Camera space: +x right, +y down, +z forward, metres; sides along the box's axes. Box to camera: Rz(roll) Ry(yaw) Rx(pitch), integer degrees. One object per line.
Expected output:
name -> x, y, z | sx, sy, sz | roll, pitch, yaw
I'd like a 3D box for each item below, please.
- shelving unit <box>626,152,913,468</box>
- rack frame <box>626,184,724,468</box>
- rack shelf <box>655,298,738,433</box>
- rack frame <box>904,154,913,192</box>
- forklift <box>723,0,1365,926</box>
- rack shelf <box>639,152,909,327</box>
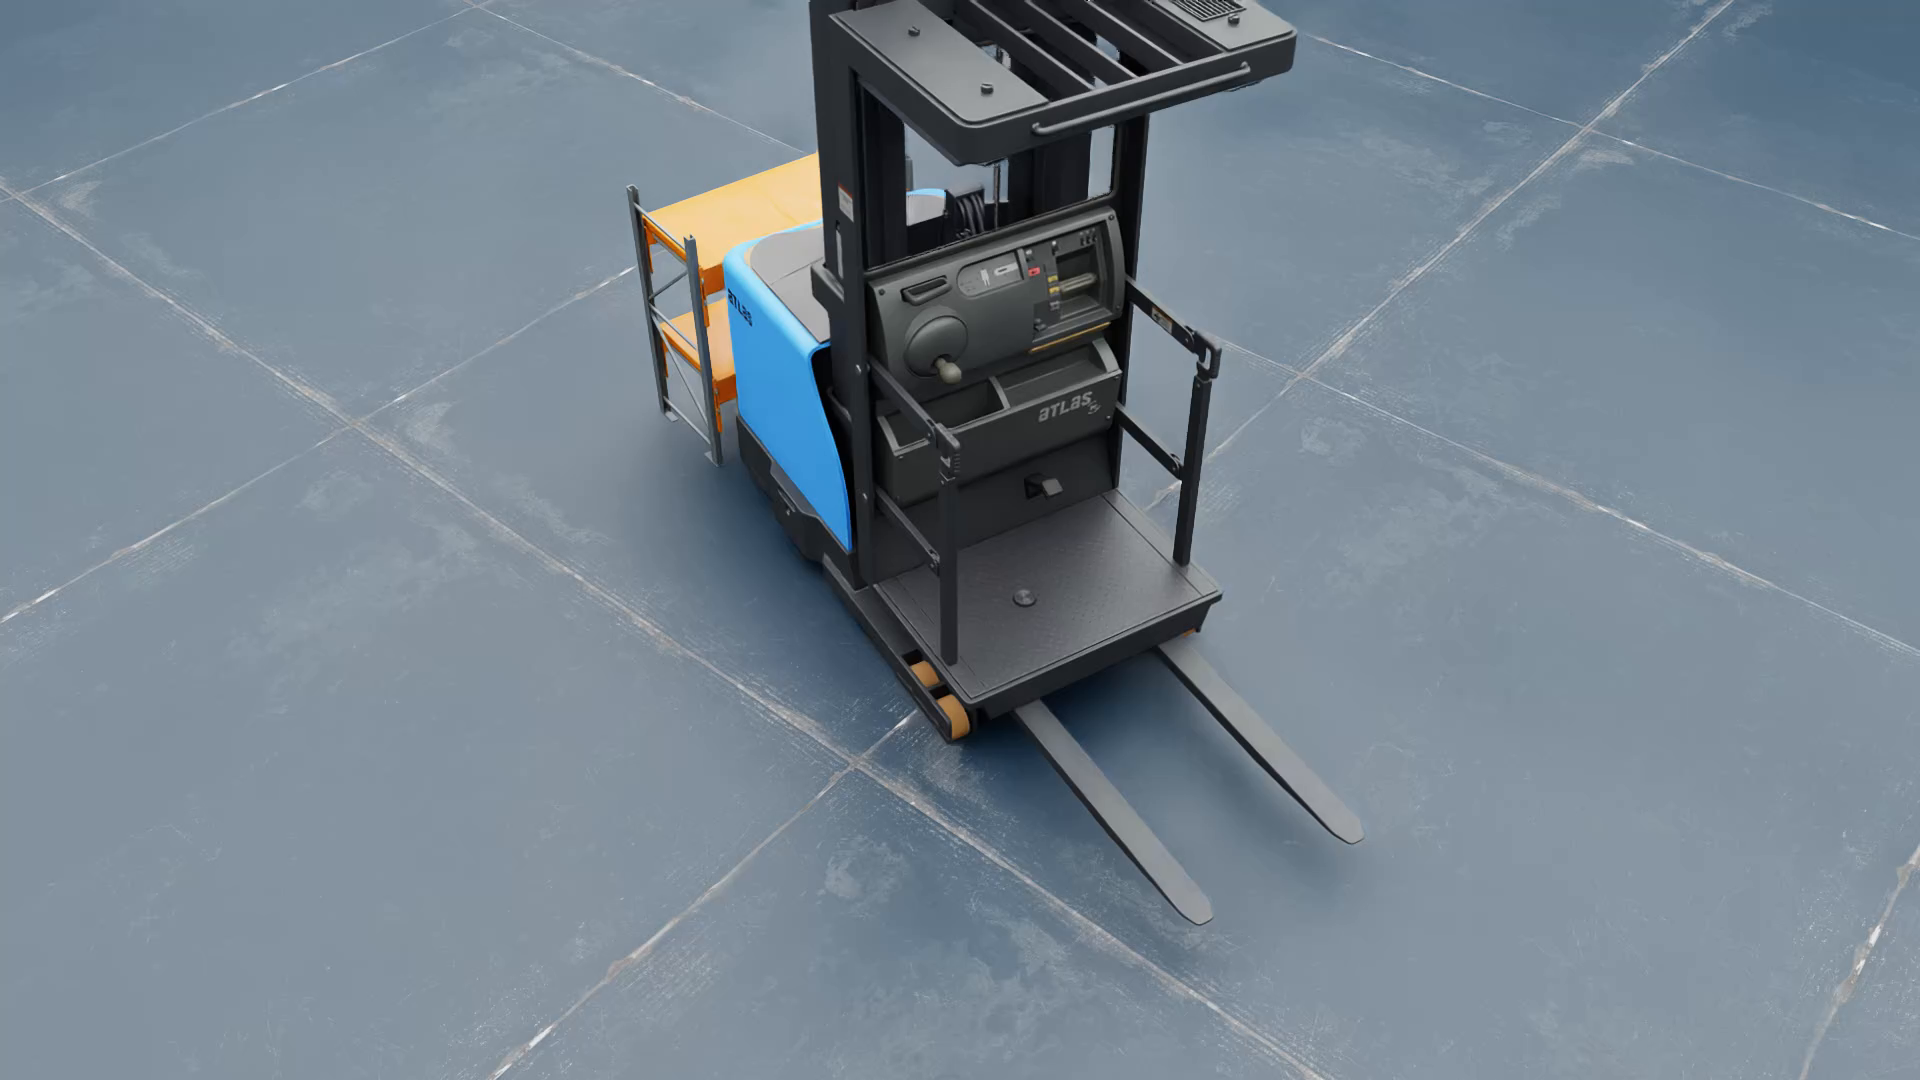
shelving unit -> -0.763, -1.070, 7.090 | 1.048, 1.125, 0.538 | -27, 49, -26
rack frame -> -1.170, -0.865, 6.865 | 0.032, 1.125, 0.500 | -27, 49, -26
rack shelf -> -0.763, -0.889, 7.255 | 1.000, 0.278, 0.538 | -27, 49, -26
rack frame -> -0.356, -1.274, 7.315 | 0.032, 1.125, 0.500 | -27, 49, -26
forklift -> 0.252, -0.724, 5.367 | 1.130, 2.935, 3.031 | -22, 47, -22
rack shelf -> -0.763, -1.286, 6.893 | 1.000, 0.278, 0.538 | -27, 49, -26
